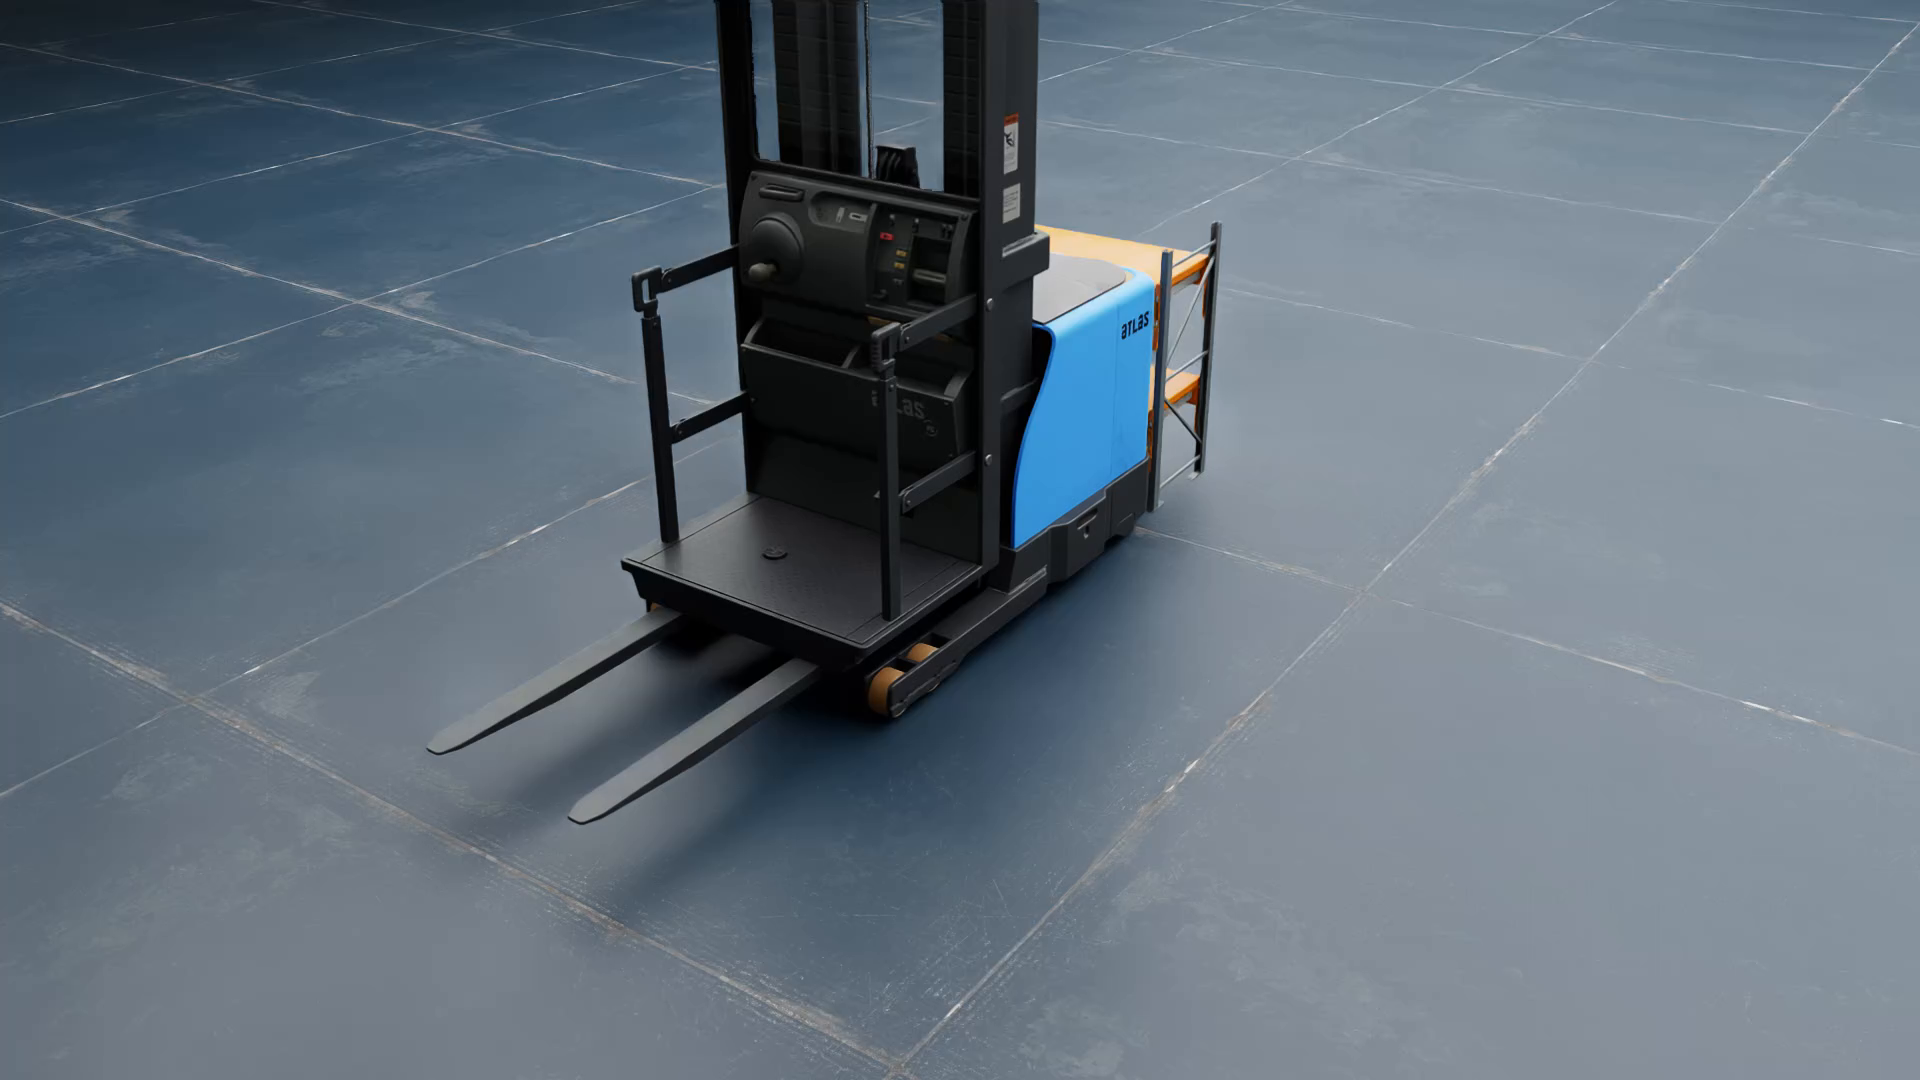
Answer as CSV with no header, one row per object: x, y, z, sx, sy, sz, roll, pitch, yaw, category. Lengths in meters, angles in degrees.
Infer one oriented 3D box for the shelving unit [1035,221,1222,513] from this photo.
0.505,-0.840,7.160,1.048,1.125,0.538,16,31,29,shelving unit

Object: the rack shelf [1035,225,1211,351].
0.505,-1.101,7.027,1.000,0.278,0.538,16,31,29,rack shelf

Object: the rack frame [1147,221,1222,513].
0.933,-0.715,6.916,0.032,1.125,0.500,16,31,29,rack frame

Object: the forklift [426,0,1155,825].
-0.482,-0.958,5.401,1.130,2.935,3.031,17,32,30,forklift

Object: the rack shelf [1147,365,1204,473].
0.505,-0.622,7.271,1.000,0.278,0.538,16,31,29,rack shelf
